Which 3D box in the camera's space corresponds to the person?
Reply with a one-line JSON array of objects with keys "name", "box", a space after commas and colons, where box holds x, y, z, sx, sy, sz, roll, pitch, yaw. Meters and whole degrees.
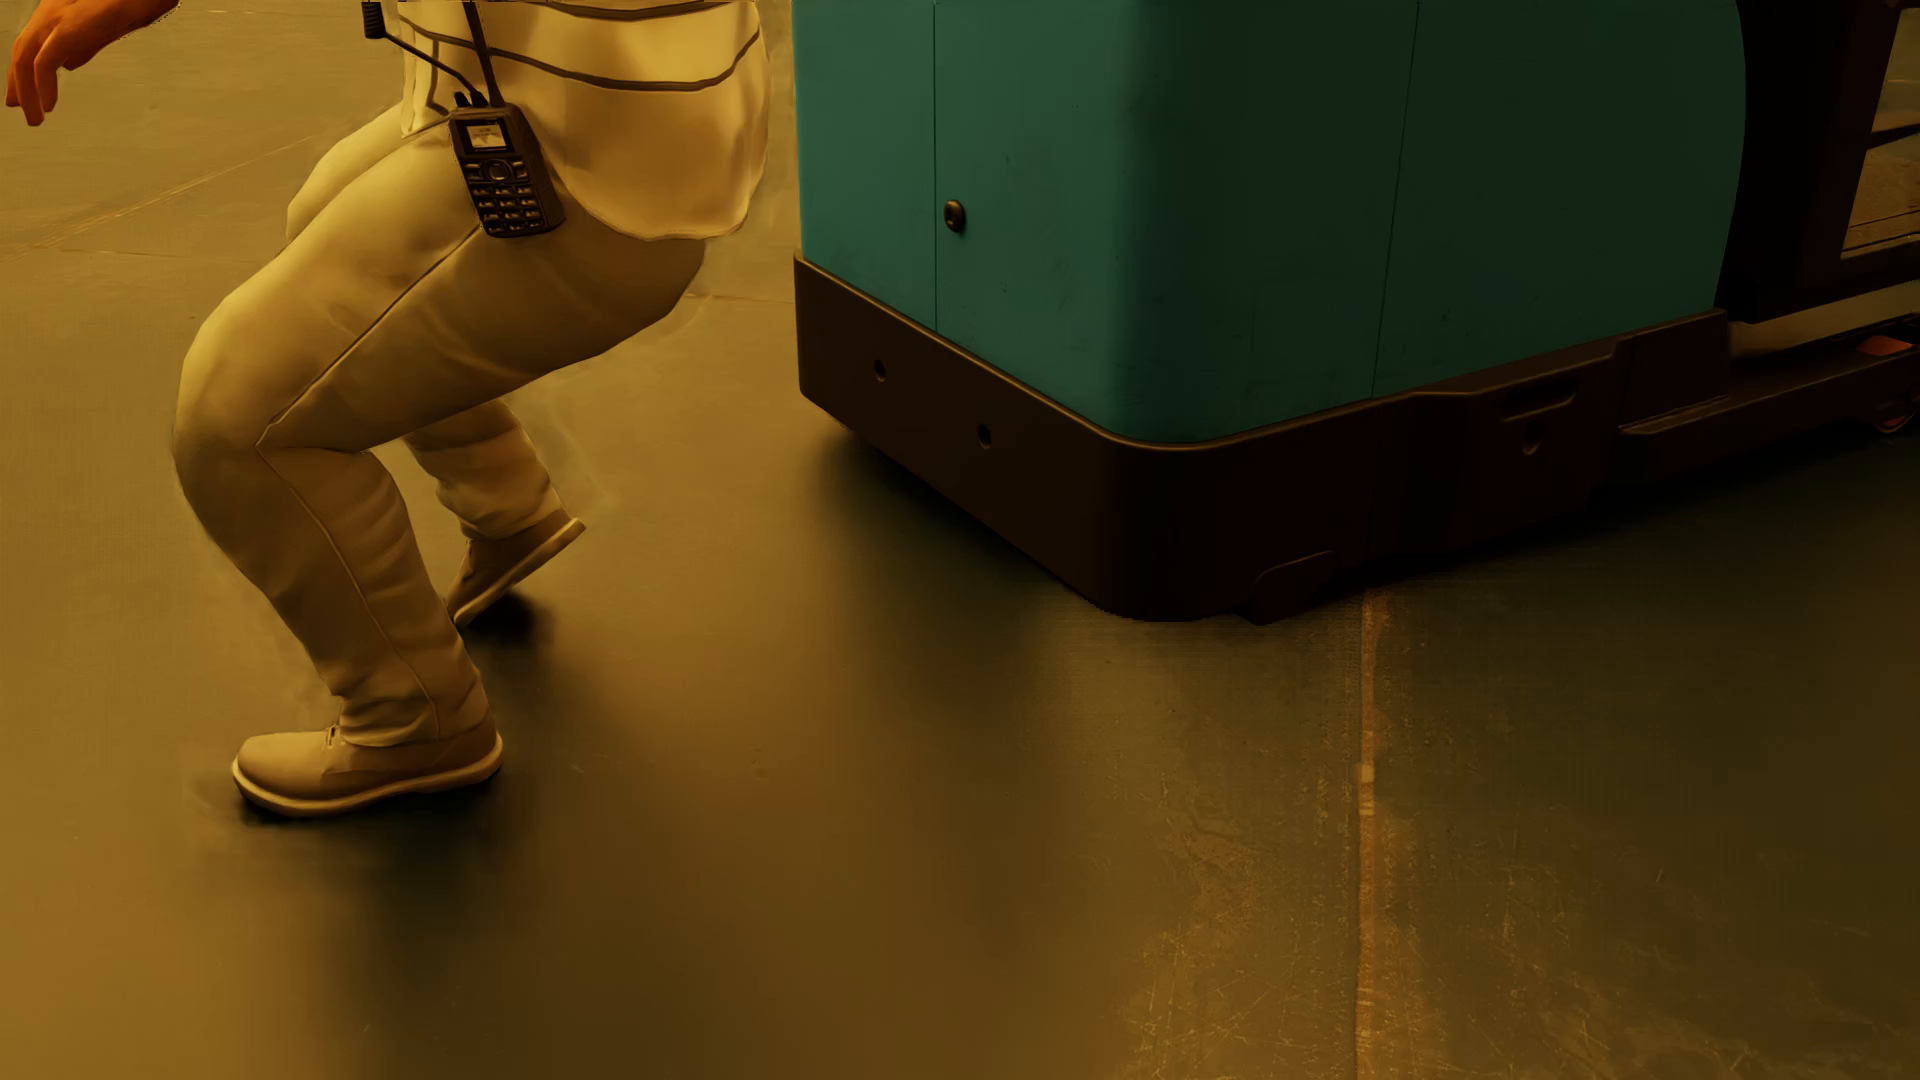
[{"name": "person", "box": [-0.520, -0.426, 1.721, 0.618, 1.529, 0.994, 1, 27, 3]}]

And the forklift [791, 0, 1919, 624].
[{"name": "forklift", "box": [1.251, -1.679, 2.573, 3.031, 2.935, 1.130, -15, 31, -28]}]
